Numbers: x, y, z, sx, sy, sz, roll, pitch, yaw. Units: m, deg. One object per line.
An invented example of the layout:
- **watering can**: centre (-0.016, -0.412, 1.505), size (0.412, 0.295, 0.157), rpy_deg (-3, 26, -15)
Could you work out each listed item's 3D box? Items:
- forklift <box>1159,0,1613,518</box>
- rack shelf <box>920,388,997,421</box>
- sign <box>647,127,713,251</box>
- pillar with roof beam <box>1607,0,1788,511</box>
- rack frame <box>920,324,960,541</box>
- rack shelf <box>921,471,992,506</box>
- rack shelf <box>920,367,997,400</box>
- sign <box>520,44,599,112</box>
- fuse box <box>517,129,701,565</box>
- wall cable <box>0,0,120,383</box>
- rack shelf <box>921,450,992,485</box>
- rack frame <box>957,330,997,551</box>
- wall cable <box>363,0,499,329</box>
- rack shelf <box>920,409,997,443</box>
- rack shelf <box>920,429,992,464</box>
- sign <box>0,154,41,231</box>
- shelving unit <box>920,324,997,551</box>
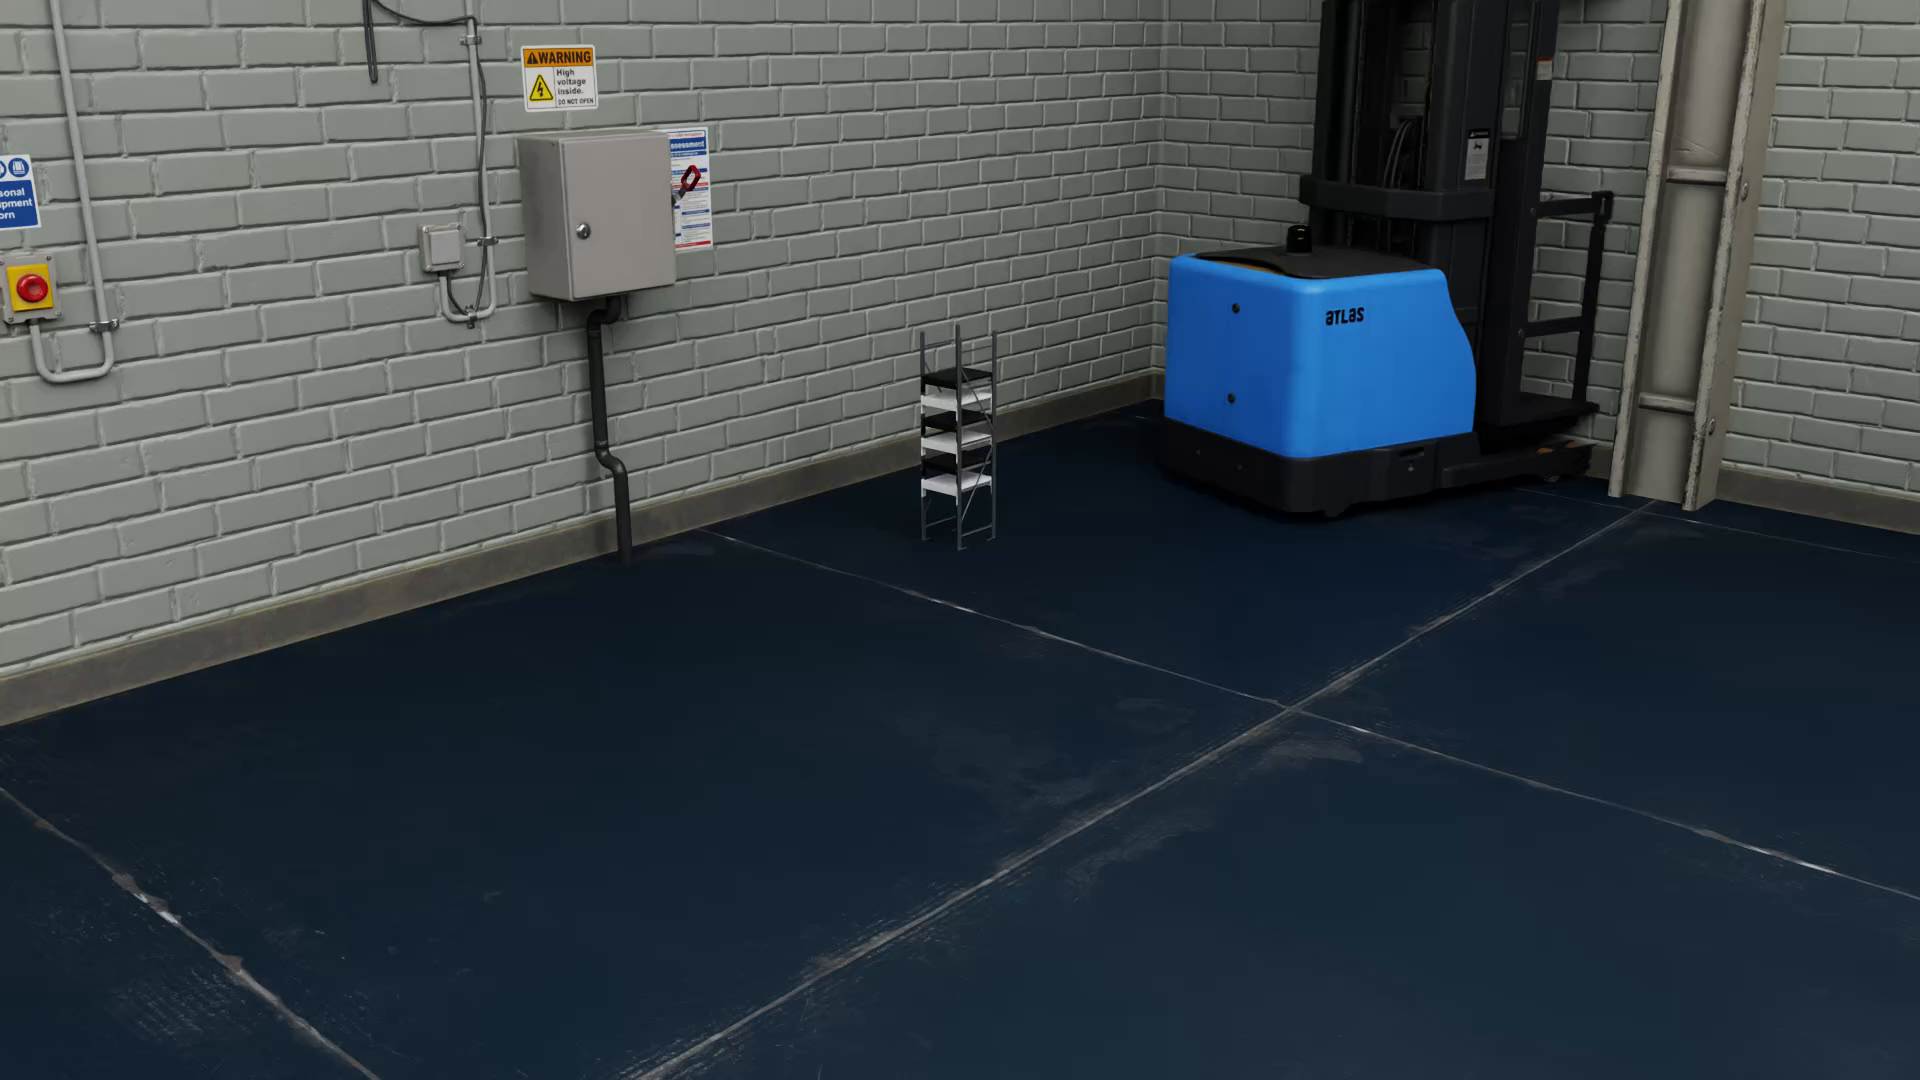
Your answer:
- **forklift**: centre (2.496, -1.801, 7.940), size (3.031, 2.935, 1.130), rpy_deg (-10, 20, -28)
- **rack shelf**: centre (-0.006, -0.570, 6.936), size (0.200, 0.077, 0.258), rpy_deg (15, 23, 39)
- **sign**: centre (-1.158, -1.445, 6.865), size (0.001, 0.494, 0.329), rpy_deg (15, 23, 39)
- **pillar with roof beam**: centre (0.415, -3.519, 3.324), size (0.400, 9.000, 9.100), rpy_deg (15, 23, 39)
- **rack frame**: centre (-0.082, -0.451, 7.045), size (0.006, 0.900, 0.240), rpy_deg (15, 23, 39)
- **rack shelf**: centre (-0.006, -0.227, 7.045), size (0.200, 0.077, 0.258), rpy_deg (15, 23, 39)
- **rack shelf**: centre (-0.006, -0.656, 6.909), size (0.200, 0.077, 0.258), rpy_deg (15, 23, 39)
- **sign**: centre (-1.522, -1.760, 6.334), size (0.001, 0.242, 0.339), rpy_deg (15, 23, 39)
- **fuse box**: centre (-1.331, -0.723, 6.562), size (0.414, 1.711, 0.539), rpy_deg (15, 23, 39)
- **wall cable**: centre (-2.834, -1.391, 4.804), size (0.123, 1.953, 0.585), rpy_deg (15, 23, 39)
- **rack shelf**: centre (-0.006, -0.313, 7.018), size (0.200, 0.077, 0.258), rpy_deg (15, 23, 39)
- **rack frame**: centre (0.070, -0.410, 6.916), size (0.006, 0.900, 0.240), rpy_deg (15, 23, 39)
- **wall cable**: centre (-1.901, -1.699, 5.827), size (0.122, 1.984, 0.588), rpy_deg (15, 23, 39)
- **rack shelf**: centre (-0.006, -0.485, 6.964), size (0.200, 0.077, 0.258), rpy_deg (15, 23, 39)
- **rack shelf**: centre (-0.006, -0.399, 6.991), size (0.200, 0.077, 0.258), rpy_deg (15, 23, 39)
- **sign**: centre (-2.912, -1.022, 4.925), size (0.001, 0.218, 0.327), rpy_deg (15, 23, 39)
- **shelving unit**: centre (-0.006, -0.431, 6.981), size (0.210, 0.900, 0.258), rpy_deg (15, 23, 39)
